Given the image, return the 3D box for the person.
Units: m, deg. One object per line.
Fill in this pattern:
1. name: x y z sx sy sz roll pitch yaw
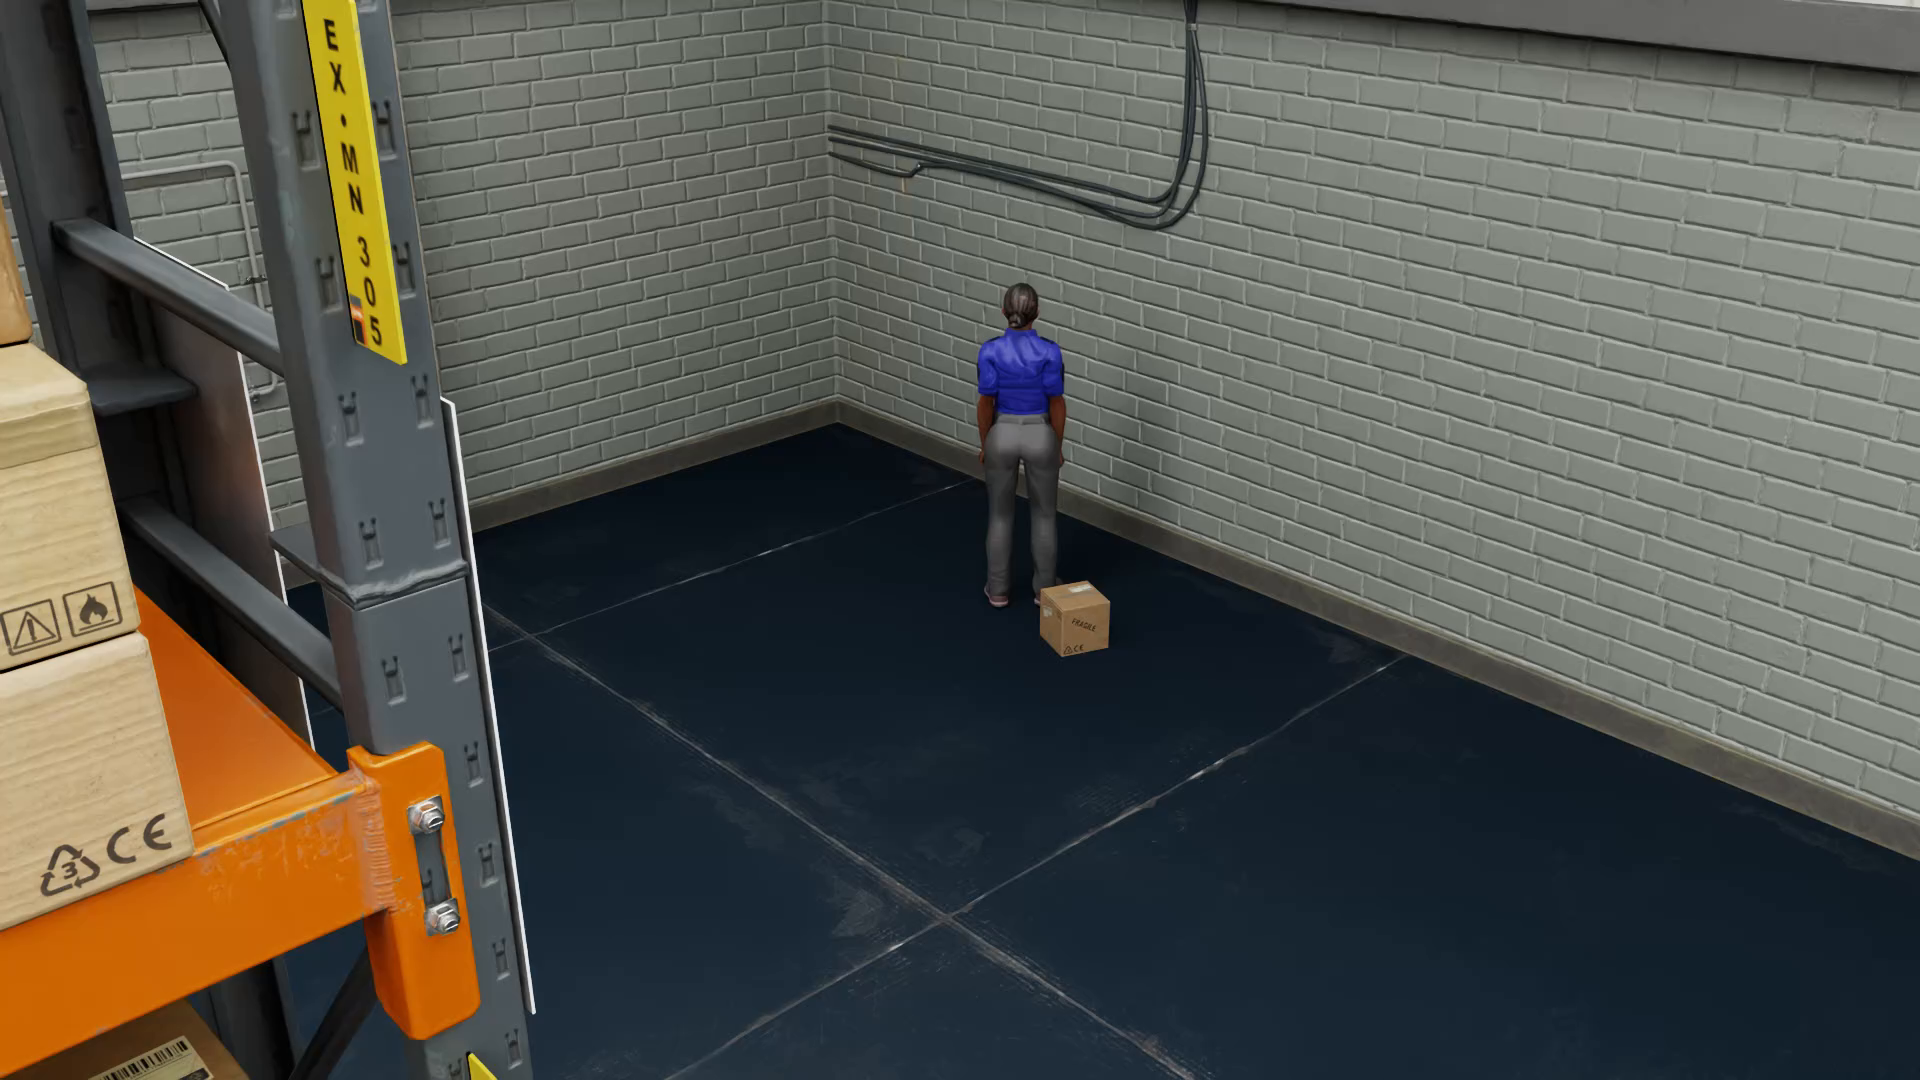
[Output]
1. person: 0.307 -0.456 8.114 0.445 1.659 0.340 2 25 4
